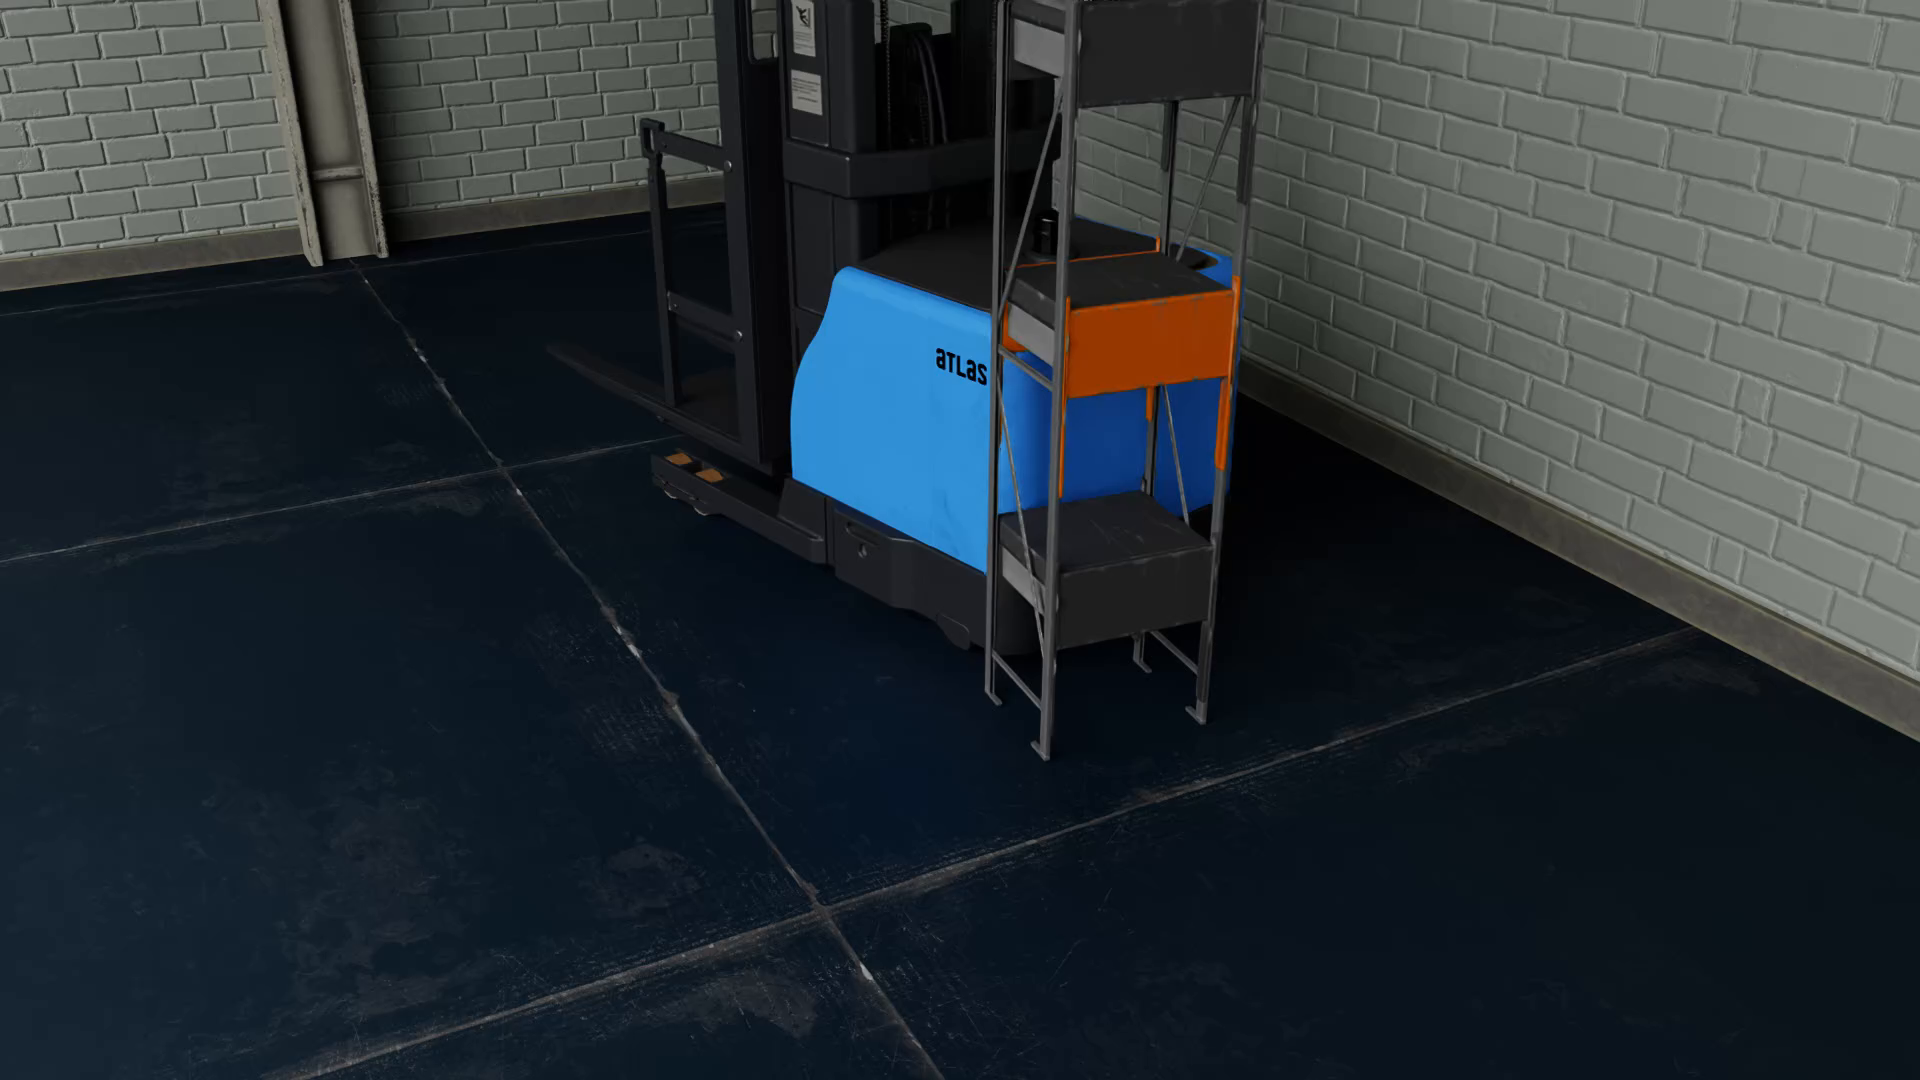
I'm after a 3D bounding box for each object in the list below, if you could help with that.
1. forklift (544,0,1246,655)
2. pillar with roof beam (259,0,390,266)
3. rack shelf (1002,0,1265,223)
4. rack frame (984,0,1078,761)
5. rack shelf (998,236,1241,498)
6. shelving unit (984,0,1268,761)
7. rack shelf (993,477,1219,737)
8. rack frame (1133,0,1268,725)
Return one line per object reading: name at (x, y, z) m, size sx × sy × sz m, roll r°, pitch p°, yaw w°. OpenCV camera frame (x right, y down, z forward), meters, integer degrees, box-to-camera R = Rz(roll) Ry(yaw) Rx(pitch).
forklift at (-0.472, -1.537, 5.566) m, size 1.130 × 2.935 × 3.031 m, roll -21°, pitch 33°, yaw -37°
pillar with roof beam at (-1.276, -3.949, 3.579) m, size 0.400 × 9.000 × 9.100 m, roll -13°, pitch 29°, yaw -25°
rack shelf at (0.398, -1.091, 4.003) m, size 0.480 × 0.518 × 0.431 m, roll -10°, pitch 27°, yaw -21°
rack frame at (0.167, -0.431, 4.209) m, size 0.015 × 2.100 × 0.400 m, roll -10°, pitch 27°, yaw -21°
rack shelf at (0.391, -0.458, 4.303) m, size 0.480 × 0.518 × 0.431 m, roll -10°, pitch 27°, yaw -21°
shelving unit at (0.391, -0.470, 4.297) m, size 0.503 × 2.100 × 0.431 m, roll -10°, pitch 27°, yaw -21°
rack shelf at (0.384, 0.175, 4.602) m, size 0.480 × 0.518 × 0.431 m, roll -10°, pitch 27°, yaw -21°
rack frame at (0.615, -0.510, 4.385) m, size 0.015 × 2.100 × 0.400 m, roll -10°, pitch 27°, yaw -21°
